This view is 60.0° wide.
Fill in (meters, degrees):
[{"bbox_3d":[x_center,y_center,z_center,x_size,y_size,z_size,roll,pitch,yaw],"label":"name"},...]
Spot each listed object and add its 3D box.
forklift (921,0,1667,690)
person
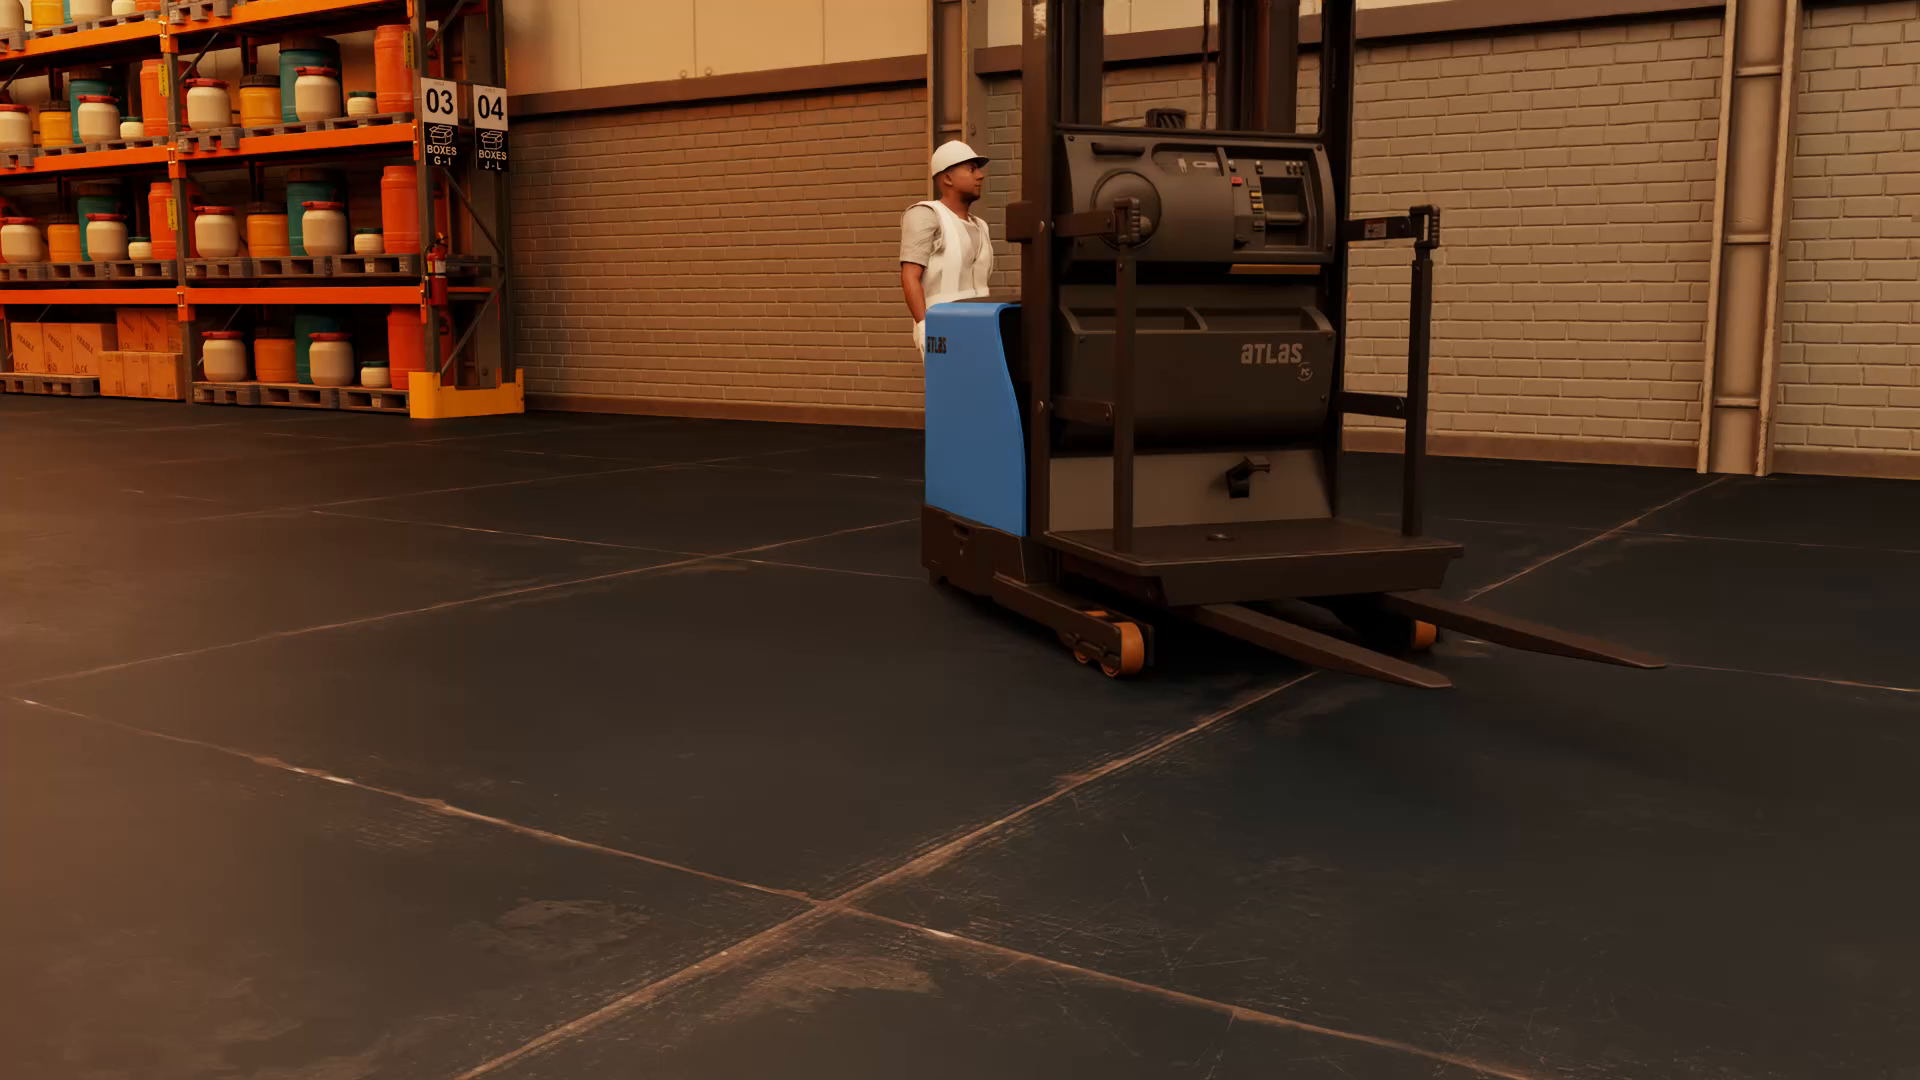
[{"bbox_3d":[0.839,-1.118,5.053,1.130,2.935,3.031,-3,9,-20],"label":"forklift"},{"bbox_3d":[0.054,-0.883,7.430,0.577,1.782,0.656,5,10,34],"label":"person"}]
